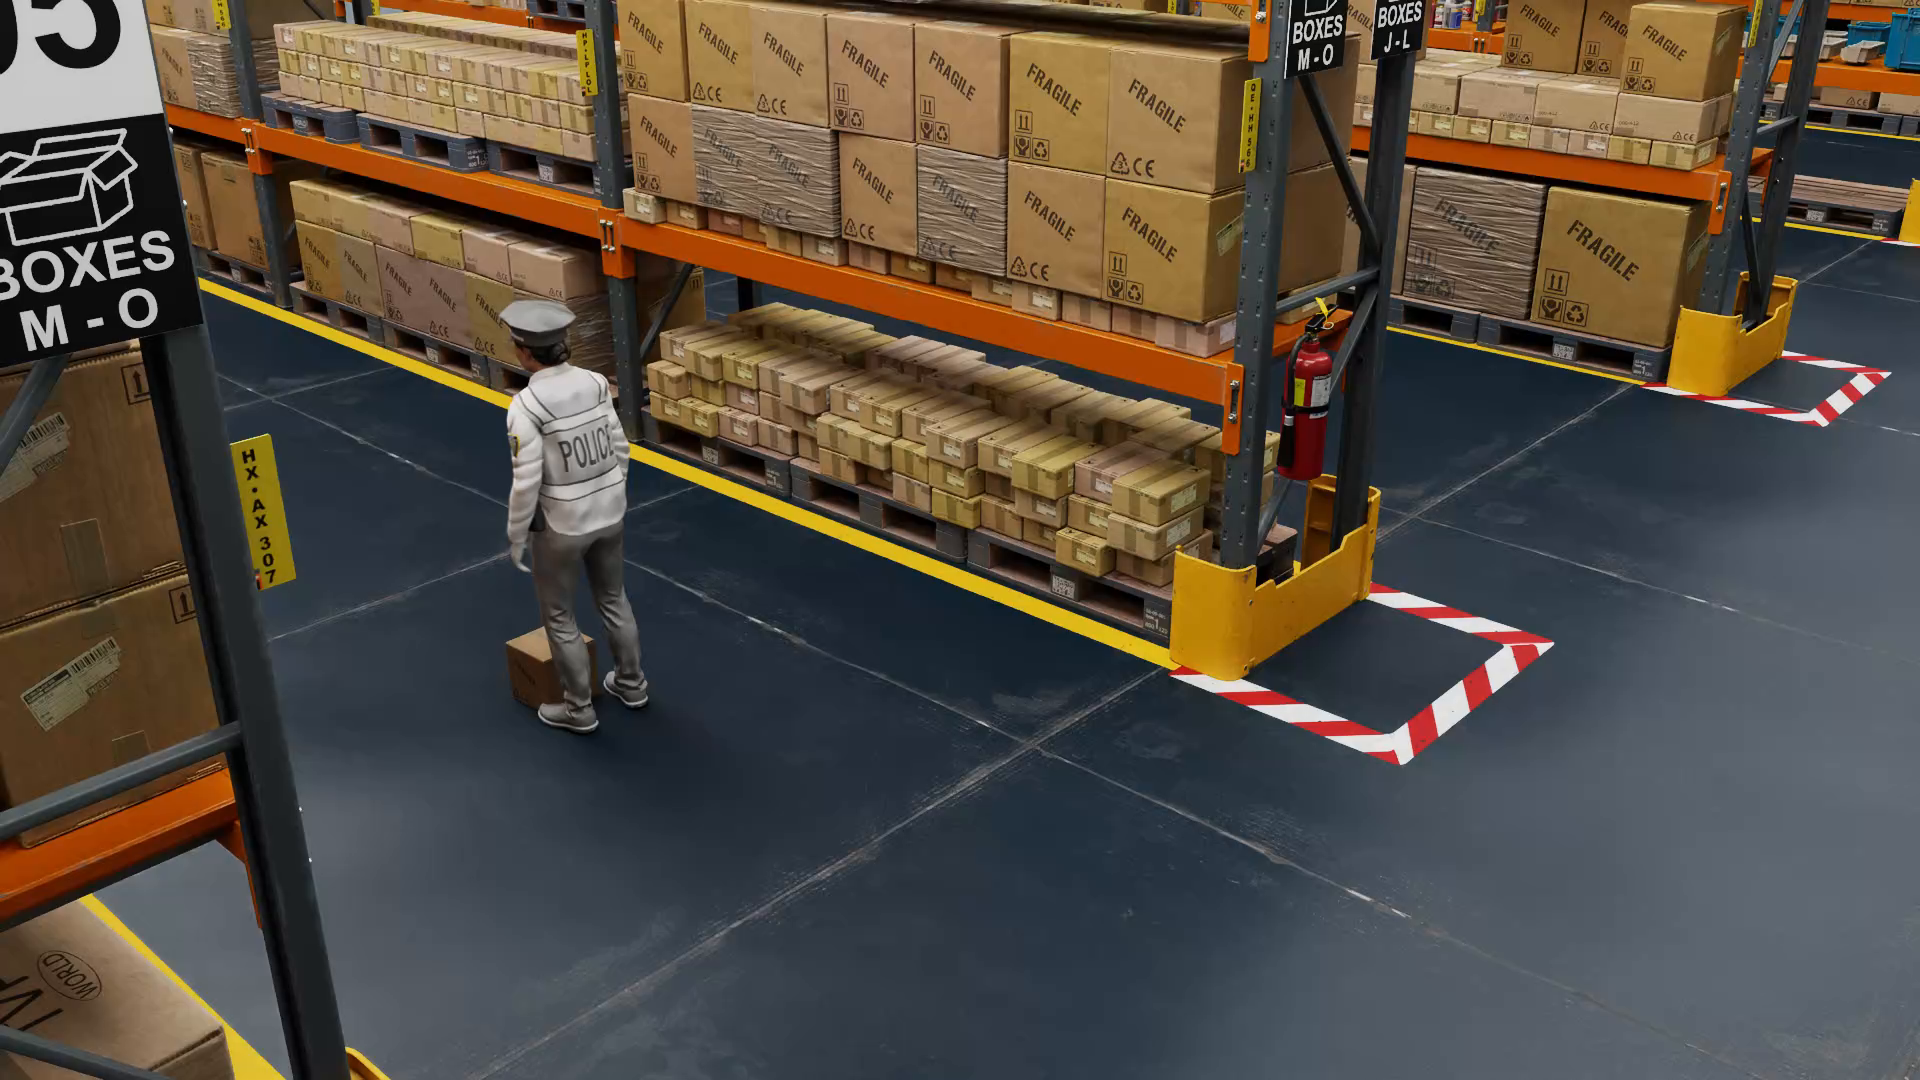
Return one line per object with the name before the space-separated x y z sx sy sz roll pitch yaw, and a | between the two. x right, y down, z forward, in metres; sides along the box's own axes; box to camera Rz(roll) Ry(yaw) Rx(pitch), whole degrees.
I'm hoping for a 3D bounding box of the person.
person | -1.454 -0.065 6.239 0.369 1.667 0.547 18 30 35
